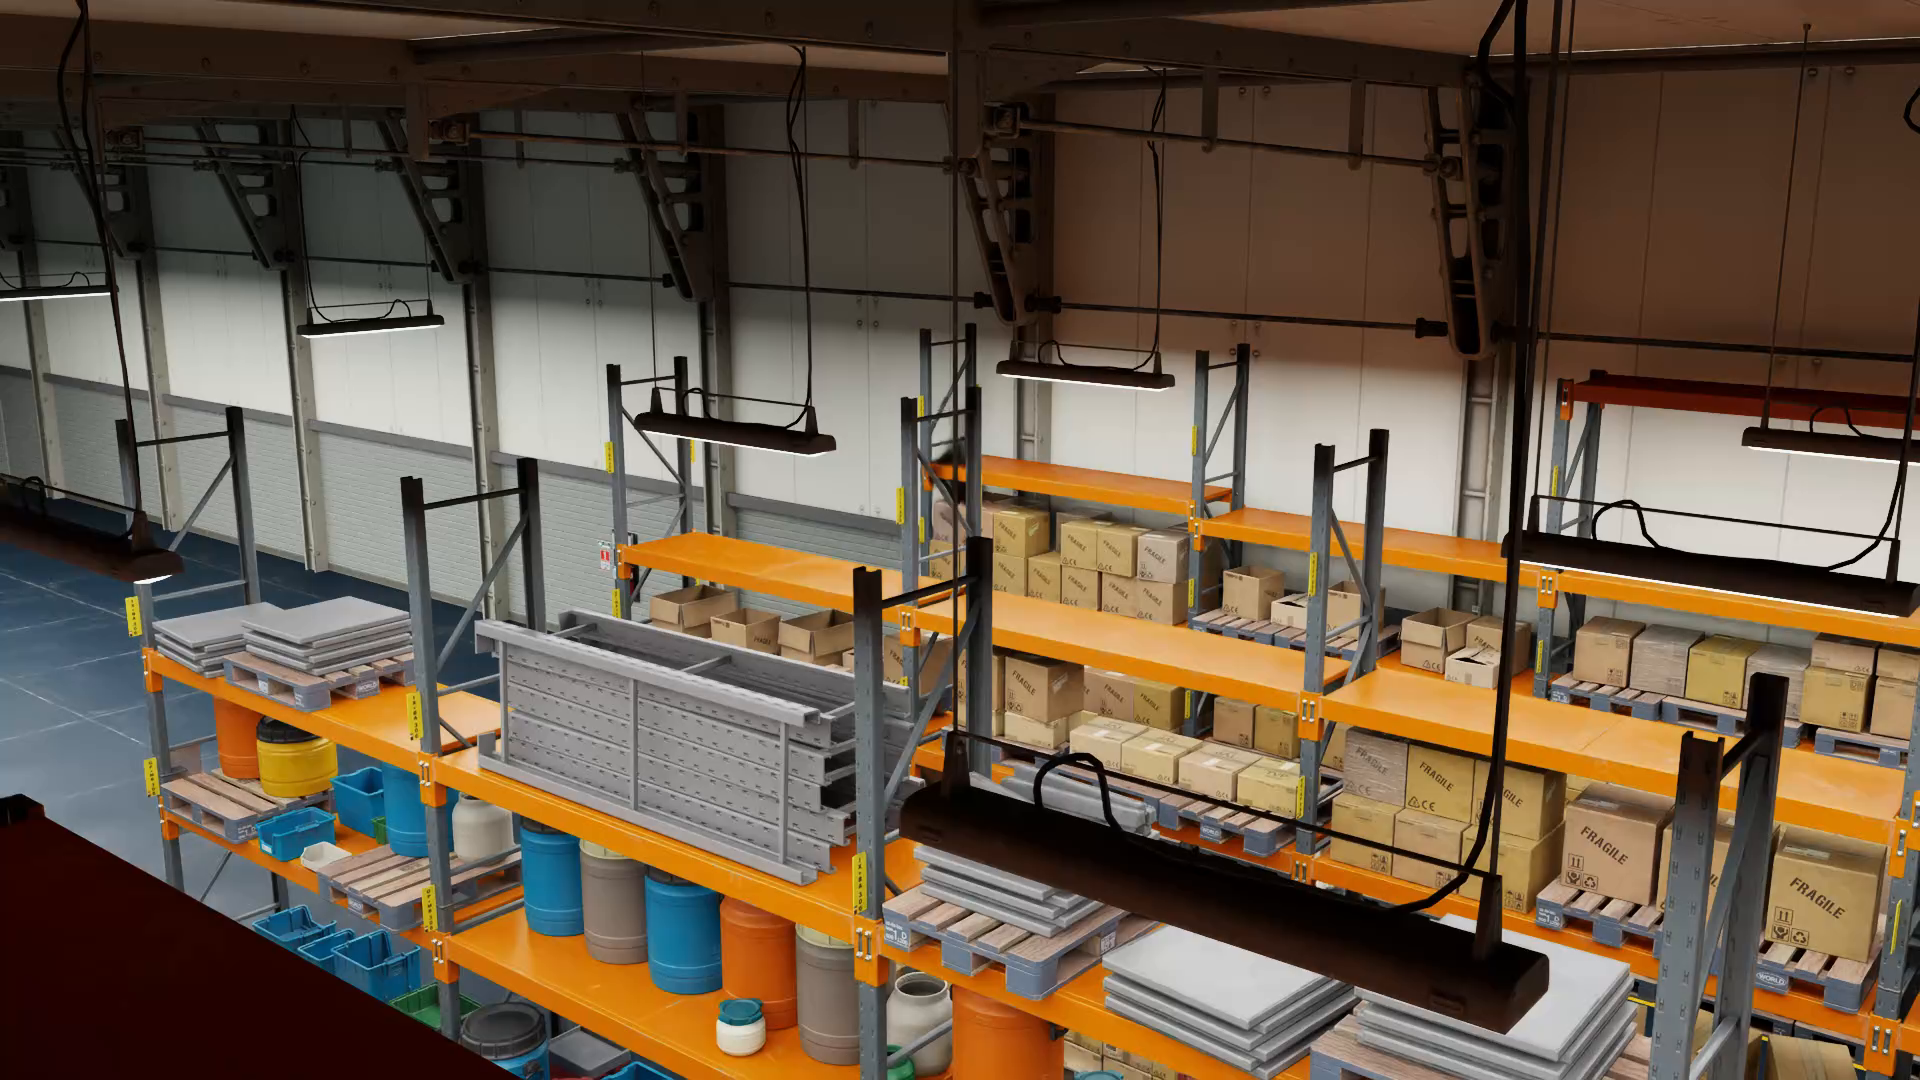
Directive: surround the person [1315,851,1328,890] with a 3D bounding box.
[{"bbox_3d":[3.255,3.714,15.829,0.805,1.785,0.672,11,17,40],"label":"person"}]
